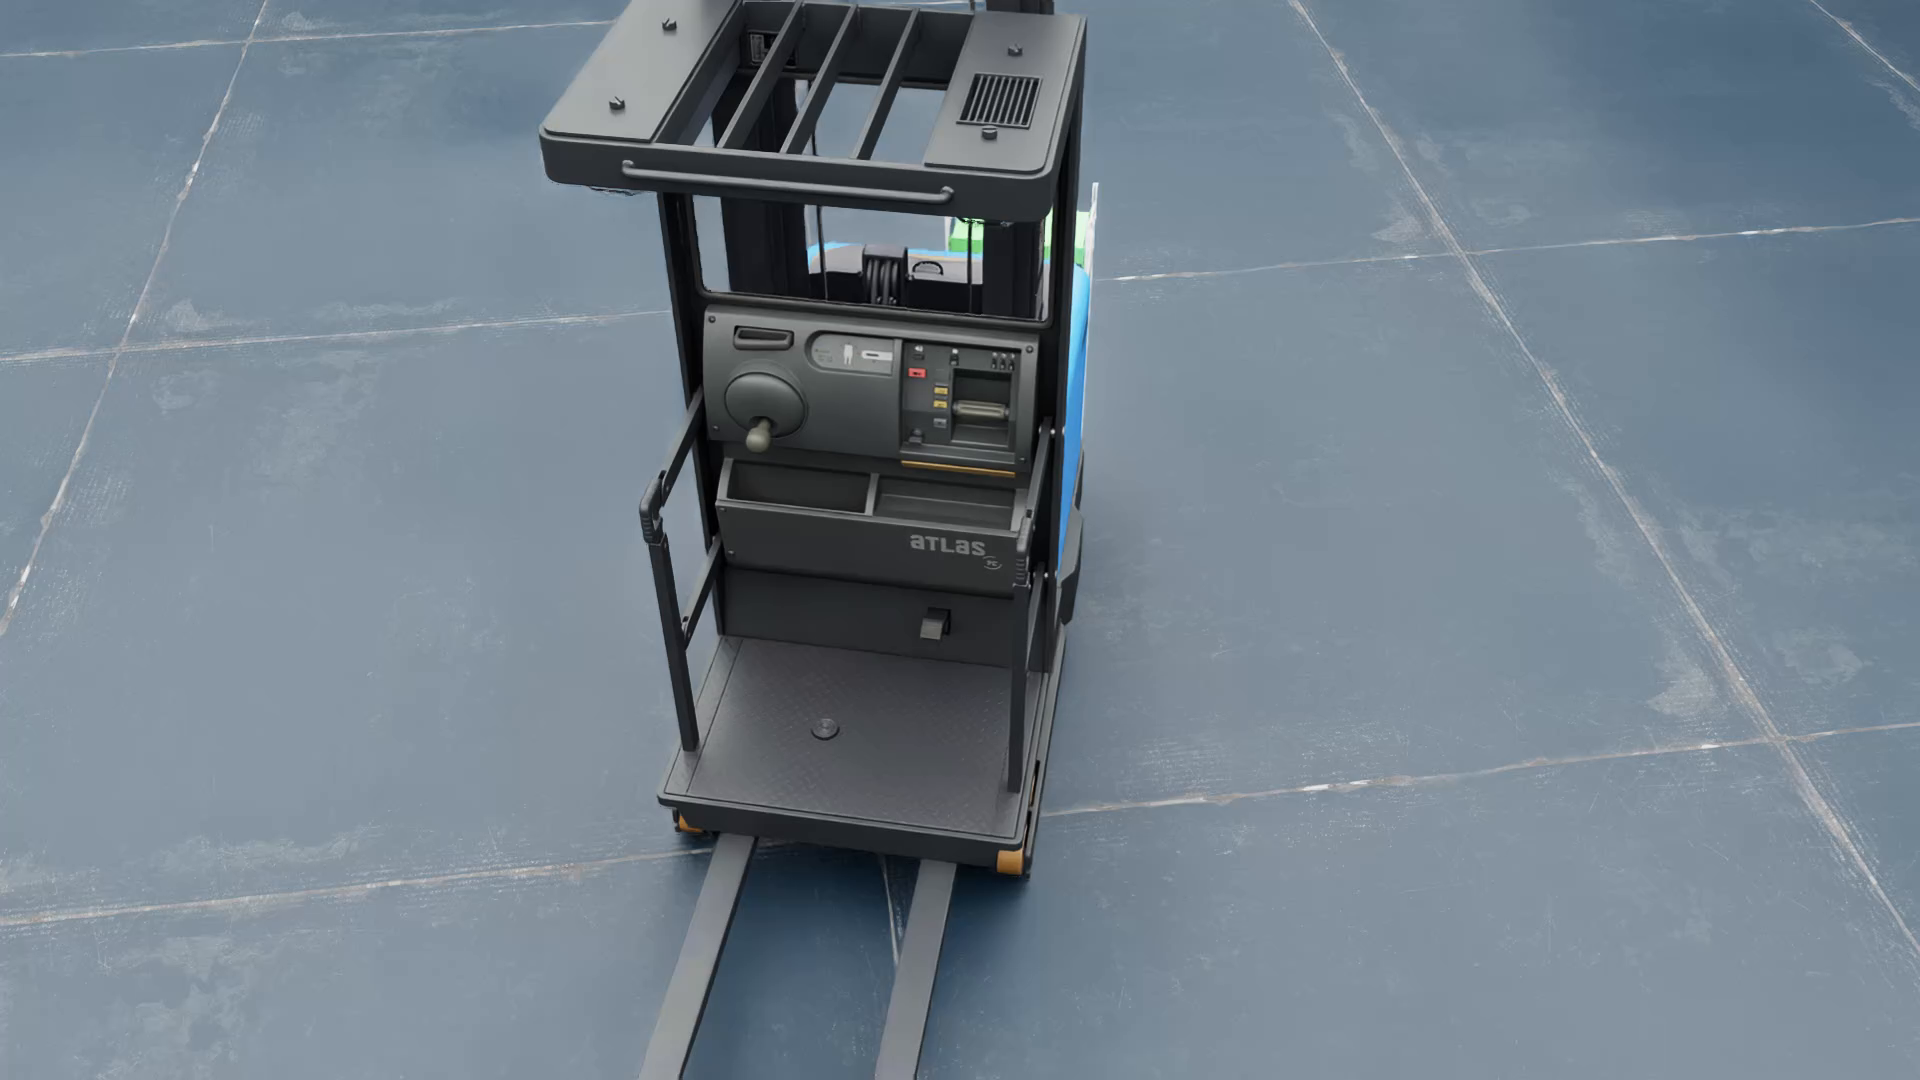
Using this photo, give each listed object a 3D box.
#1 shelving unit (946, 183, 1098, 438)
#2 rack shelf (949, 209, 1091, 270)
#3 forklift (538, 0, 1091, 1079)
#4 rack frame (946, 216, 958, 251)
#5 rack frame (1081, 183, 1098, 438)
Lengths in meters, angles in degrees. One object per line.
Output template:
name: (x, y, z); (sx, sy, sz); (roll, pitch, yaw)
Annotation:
shelving unit: (0.217, -0.757, 6.193); (0.503, 1.200, 0.258); (6, 42, 7)
rack shelf: (0.217, -1.066, 5.915); (0.480, 0.148, 0.258); (6, 42, 7)
forklift: (-0.284, -0.325, 4.422); (1.130, 2.935, 3.031); (6, 42, 7)
rack frame: (-0.024, -0.783, 6.222); (0.015, 1.200, 0.240); (6, 42, 7)
rack frame: (0.458, -0.730, 6.163); (0.015, 1.200, 0.240); (6, 42, 7)
